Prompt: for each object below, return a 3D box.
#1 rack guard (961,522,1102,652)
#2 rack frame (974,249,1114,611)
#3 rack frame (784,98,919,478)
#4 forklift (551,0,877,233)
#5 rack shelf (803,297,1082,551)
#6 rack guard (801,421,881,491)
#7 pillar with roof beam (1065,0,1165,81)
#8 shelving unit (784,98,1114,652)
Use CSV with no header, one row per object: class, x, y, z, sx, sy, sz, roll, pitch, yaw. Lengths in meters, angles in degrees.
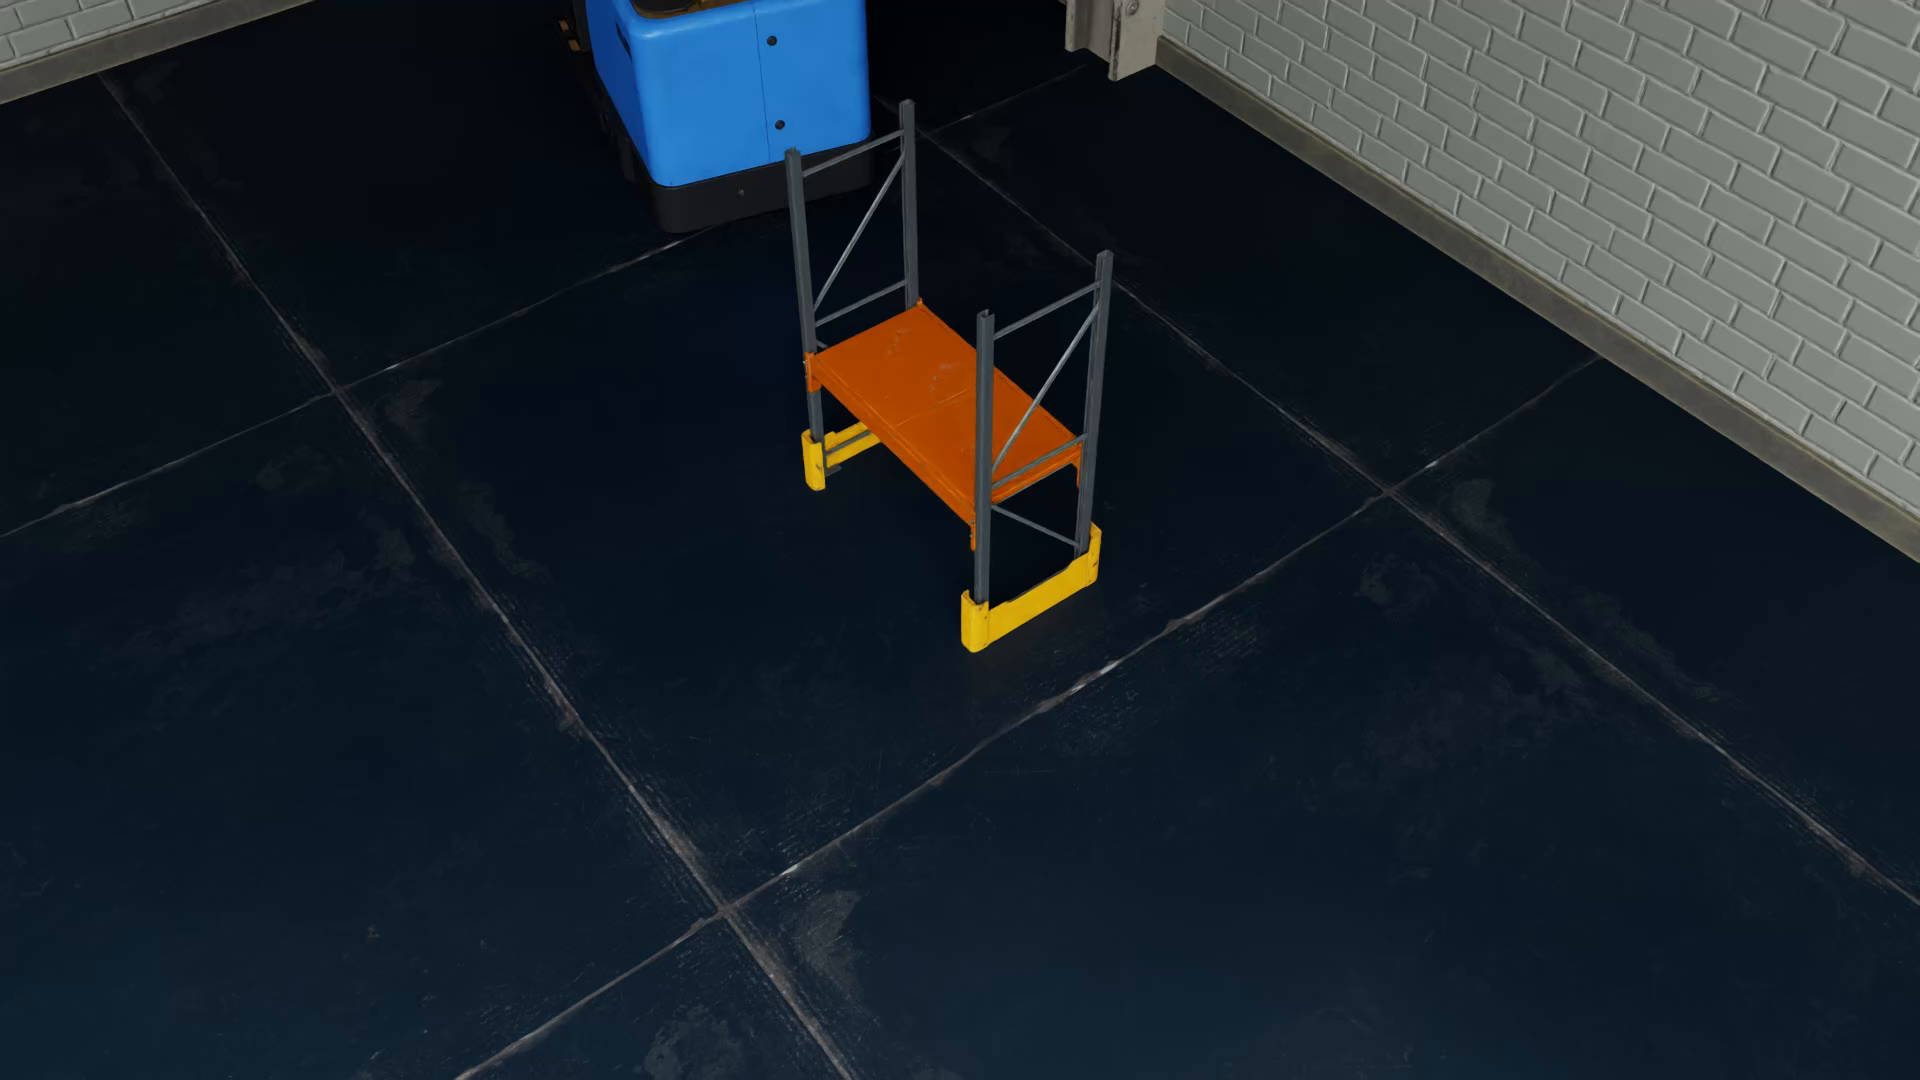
rack guard,0.255,0.165,5.932,0.587,0.250,0.087,-29,54,-24
rack frame,0.256,-0.254,5.468,0.500,1.500,0.032,-29,54,-24
rack frame,-0.359,-0.854,6.012,0.500,1.500,0.032,-29,54,-24
forklift,-1.426,-3.458,7.407,1.130,2.935,3.031,-18,50,-15
rack shelf,-0.052,-0.433,5.873,0.538,0.185,1.000,-29,54,-24
rack guard,-0.348,-0.423,6.464,0.587,0.250,0.087,-29,54,-24
pillar with roof beam,-2.651,-3.574,3.416,9.100,9.000,0.400,-29,54,-24
shelving unit,-0.046,-0.549,5.735,0.587,1.500,1.083,-29,54,-24
